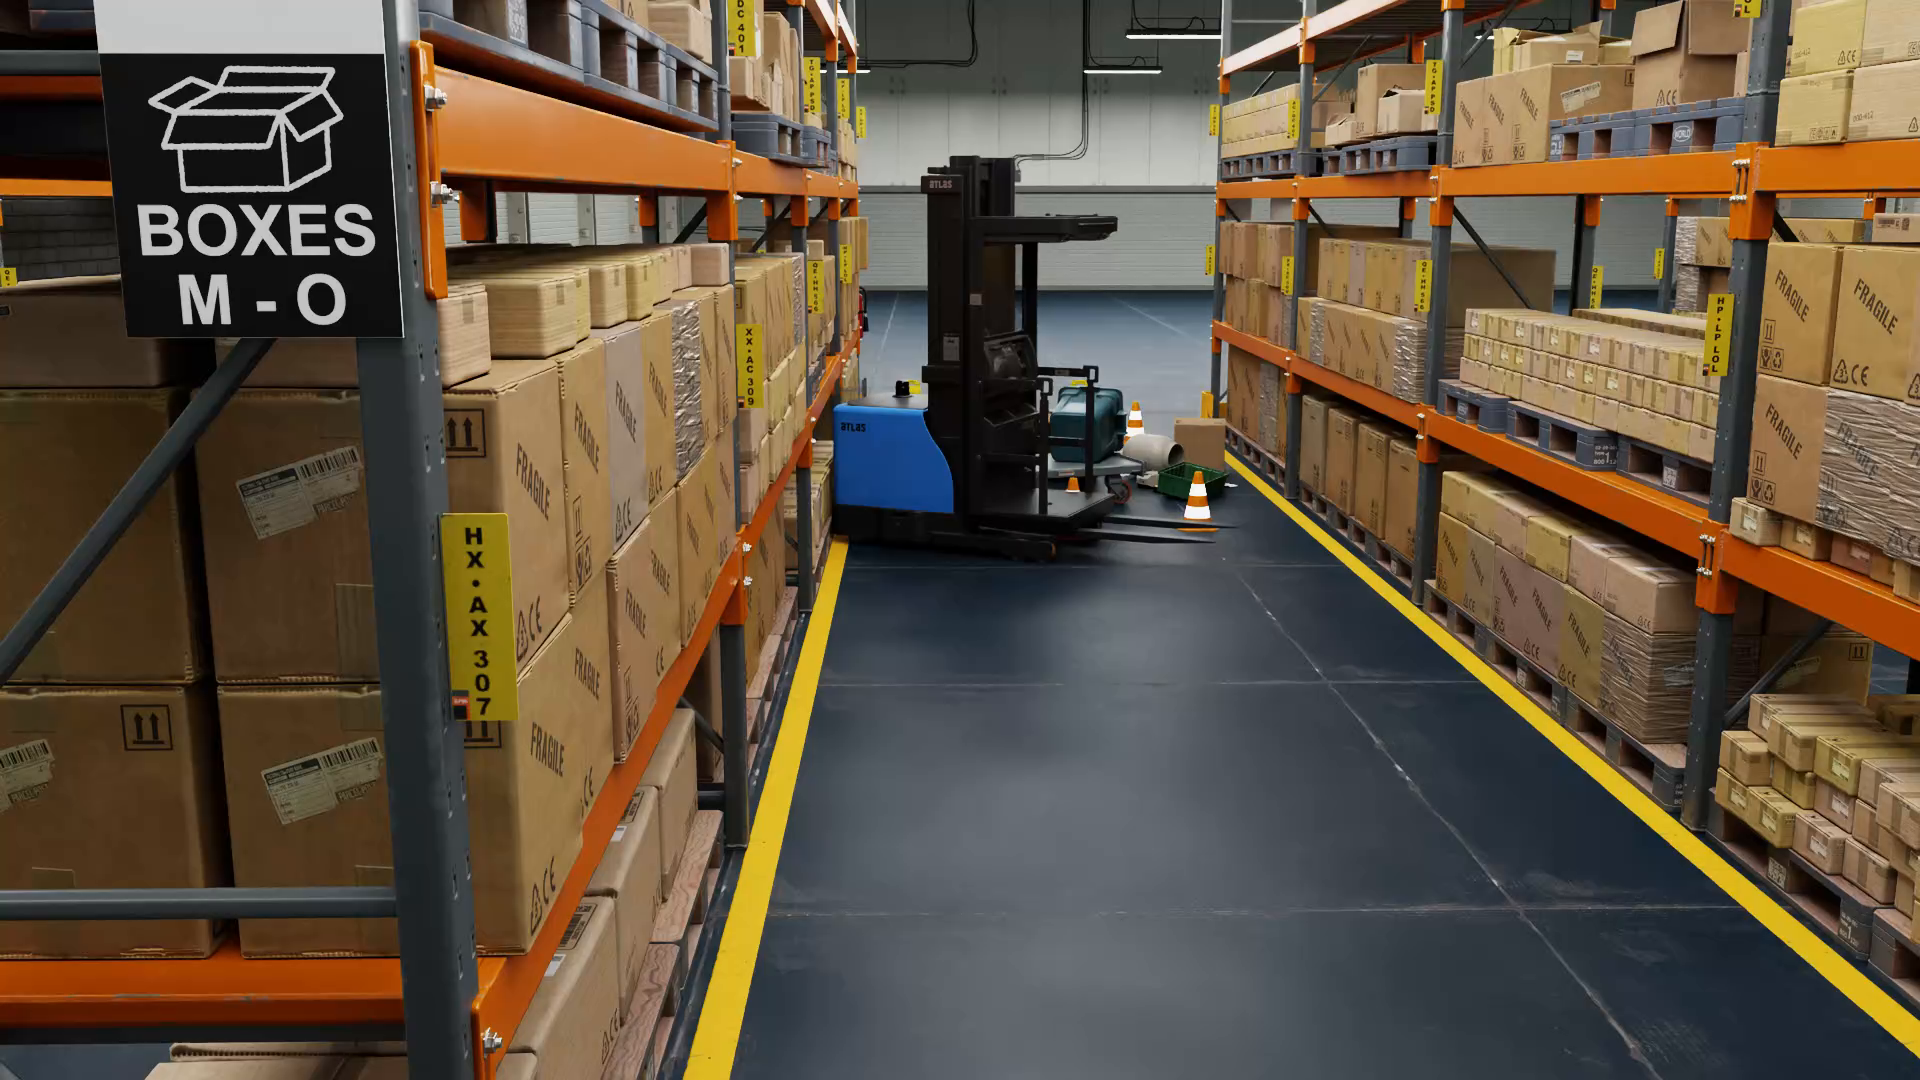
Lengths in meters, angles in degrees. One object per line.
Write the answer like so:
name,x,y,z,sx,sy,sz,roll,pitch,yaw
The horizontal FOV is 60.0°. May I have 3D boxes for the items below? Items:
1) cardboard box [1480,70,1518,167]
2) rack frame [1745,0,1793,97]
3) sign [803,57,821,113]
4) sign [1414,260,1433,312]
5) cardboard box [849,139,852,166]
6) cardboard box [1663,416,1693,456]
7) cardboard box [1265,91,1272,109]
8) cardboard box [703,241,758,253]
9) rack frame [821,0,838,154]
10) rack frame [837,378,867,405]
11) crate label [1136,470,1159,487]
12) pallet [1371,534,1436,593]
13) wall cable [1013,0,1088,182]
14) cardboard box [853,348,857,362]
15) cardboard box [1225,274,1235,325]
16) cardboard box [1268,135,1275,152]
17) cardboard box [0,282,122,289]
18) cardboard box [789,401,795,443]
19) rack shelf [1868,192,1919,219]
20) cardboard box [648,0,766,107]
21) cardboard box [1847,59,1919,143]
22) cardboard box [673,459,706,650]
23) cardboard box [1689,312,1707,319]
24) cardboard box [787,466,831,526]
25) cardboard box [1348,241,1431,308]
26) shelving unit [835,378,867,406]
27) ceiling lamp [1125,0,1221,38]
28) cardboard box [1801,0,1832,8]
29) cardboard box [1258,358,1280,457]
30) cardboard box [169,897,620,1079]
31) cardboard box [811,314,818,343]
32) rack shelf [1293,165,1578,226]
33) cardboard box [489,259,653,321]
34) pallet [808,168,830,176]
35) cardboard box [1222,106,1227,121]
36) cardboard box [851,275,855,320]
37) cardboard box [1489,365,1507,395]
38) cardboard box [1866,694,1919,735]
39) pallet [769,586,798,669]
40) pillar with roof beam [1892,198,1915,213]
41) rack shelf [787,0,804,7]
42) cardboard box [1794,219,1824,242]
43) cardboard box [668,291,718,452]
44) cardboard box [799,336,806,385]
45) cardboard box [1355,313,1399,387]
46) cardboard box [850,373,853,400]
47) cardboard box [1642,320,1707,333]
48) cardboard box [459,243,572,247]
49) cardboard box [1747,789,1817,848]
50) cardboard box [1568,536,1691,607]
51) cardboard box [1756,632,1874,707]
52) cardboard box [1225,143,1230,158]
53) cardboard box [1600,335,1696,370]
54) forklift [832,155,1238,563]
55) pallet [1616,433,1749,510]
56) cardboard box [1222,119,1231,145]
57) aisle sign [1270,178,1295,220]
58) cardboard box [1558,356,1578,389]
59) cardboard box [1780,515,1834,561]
cardboard box,3.255,-2.352,9.311,0.500,0.500,0.500,0,11,-1
rack frame,3.575,-3.192,6.158,1.000,3.000,0.127,0,11,-1
sign,-0.900,-2.769,10.120,0.100,0.325,0.005,0,11,-1
sign,2.937,-1.611,10.544,0.100,0.325,0.005,0,11,-1
cardboard box,-1.303,-3.735,16.008,0.500,0.250,0.500,0,11,-1
cardboard box,3.362,-0.464,7.377,0.380,0.149,0.250,0,11,-1
cardboard box,3.061,-4.107,15.534,0.380,0.149,0.250,0,11,-1
cardboard box,-1.756,-2.209,12.718,0.380,0.149,0.250,0,11,2
rack frame,-1.538,-4.741,13.797,1.000,3.000,0.127,0,11,-1
rack frame,-0.874,-0.724,13.604,0.240,1.200,0.006,0,11,1
crate label,1.793,-0.565,15.500,0.298,0.136,0.250,-10,15,-40
pallet,3.551,0.163,11.725,1.003,0.211,1.213,0,11,-1
wall cable,2.663,-13.630,49.059,2.305,6.003,0.169,0,11,-1
cardboard box,-1.268,-1.909,17.268,0.380,0.149,0.250,0,11,0
cardboard box,3.380,-2.637,18.135,0.875,0.550,0.550,0,11,-1
cardboard box,3.065,-3.667,15.369,0.380,0.149,0.250,0,11,-1
cardboard box,-1.527,-0.394,3.058,0.380,0.149,0.250,0,11,0
cardboard box,-1.164,-0.632,9.005,0.500,0.250,0.500,0,11,-2
rack shelf,8.412,-2.562,12.408,1.077,0.370,4.000,0,11,-1
cardboard box,-1.101,-2.112,7.075,0.500,0.500,0.500,0,11,-2
cardboard box,3.340,-1.455,5.522,0.500,0.250,0.500,0,11,-2
cardboard box,-1.066,0.033,5.100,0.500,0.500,0.500,0,11,-2
cardboard box,8.031,-2.357,17.764,0.380,0.149,0.250,0,11,-1
cardboard box,-1.490,-0.334,12.714,0.950,0.372,0.625,0,11,1
cardboard box,3.448,-2.079,12.998,0.700,0.500,0.500,0,11,-1
shelving unit,-0.876,-0.707,13.514,0.258,1.200,0.189,0,11,1
ceiling lamp,4.315,-11.668,33.260,2.000,3.185,0.800,0,11,-1
cardboard box,3.338,-2.030,6.092,0.380,0.149,0.250,0,11,-2
cardboard box,3.444,-1.311,16.263,0.875,0.875,0.875,0,11,-1
cardboard box,-1.431,1.321,4.390,0.875,0.438,0.875,0,11,0
cardboard box,-1.251,-1.601,11.349,0.500,0.500,0.500,0,11,2
rack shelf,3.451,-2.562,12.407,1.077,0.370,4.000,0,11,-1
cardboard box,-1.010,-0.653,4.336,0.380,0.149,0.250,-1,11,-3
pallet,-1.607,-2.850,12.491,1.213,0.211,1.003,0,11,-1
cardboard box,3.015,-4.562,17.775,0.380,0.149,0.250,0,11,-1
cardboard box,-1.321,-2.485,16.766,0.500,0.500,0.500,0,11,-1
cardboard box,3.311,-0.933,9.687,0.380,0.149,0.250,0,11,2
cardboard box,3.842,0.718,6.594,0.380,0.149,0.250,0,11,0
pallet,-1.514,0.517,9.978,1.003,0.211,1.213,0,11,-1
pillar with roof beam,19.224,-10.256,40.979,9.100,9.000,0.548,0,11,-1
rack shelf,-1.414,-3.000,8.030,1.077,0.370,4.000,0,11,-1
cardboard box,8.074,-2.715,15.381,0.500,0.500,0.500,0,11,-1
cardboard box,-1.084,-0.557,5.492,0.500,0.500,0.500,0,11,-2
cardboard box,-1.191,-1.082,9.970,0.500,0.250,0.500,0,11,-1
cardboard box,3.195,-1.383,12.078,0.500,0.500,0.500,0,11,-2
cardboard box,-1.312,-1.355,16.167,0.500,0.500,0.500,0,11,2
cardboard box,3.977,-1.122,9.126,0.380,0.149,0.250,0,11,-1
cardboard box,-1.625,-1.004,6.067,0.380,0.149,0.250,0,11,-2
cardboard box,3.266,1.066,6.372,0.380,0.149,0.250,0,11,1
cardboard box,3.309,0.151,8.115,0.500,0.250,0.500,0,11,2
cardboard box,3.824,0.620,7.691,0.500,0.500,0.500,0,11,1
cardboard box,3.019,-4.119,17.595,0.380,0.149,0.250,0,11,-1
cardboard box,3.354,-0.911,8.083,0.380,0.149,0.250,-1,11,-3
forklift,0.568,-1.386,12.519,3.031,2.935,1.130,5,13,24
pallet,3.704,-0.310,7.525,1.003,0.211,1.213,0,11,-1
cardboard box,3.080,-4.337,17.670,0.500,0.250,0.500,0,11,-1
aisle sign,3.625,-3.926,18.329,0.394,0.787,0.004,0,11,-1
cardboard box,3.339,-0.869,8.624,0.380,0.149,0.250,0,11,1
cardboard box,3.333,-0.020,6.244,0.380,0.149,0.250,0,11,1
